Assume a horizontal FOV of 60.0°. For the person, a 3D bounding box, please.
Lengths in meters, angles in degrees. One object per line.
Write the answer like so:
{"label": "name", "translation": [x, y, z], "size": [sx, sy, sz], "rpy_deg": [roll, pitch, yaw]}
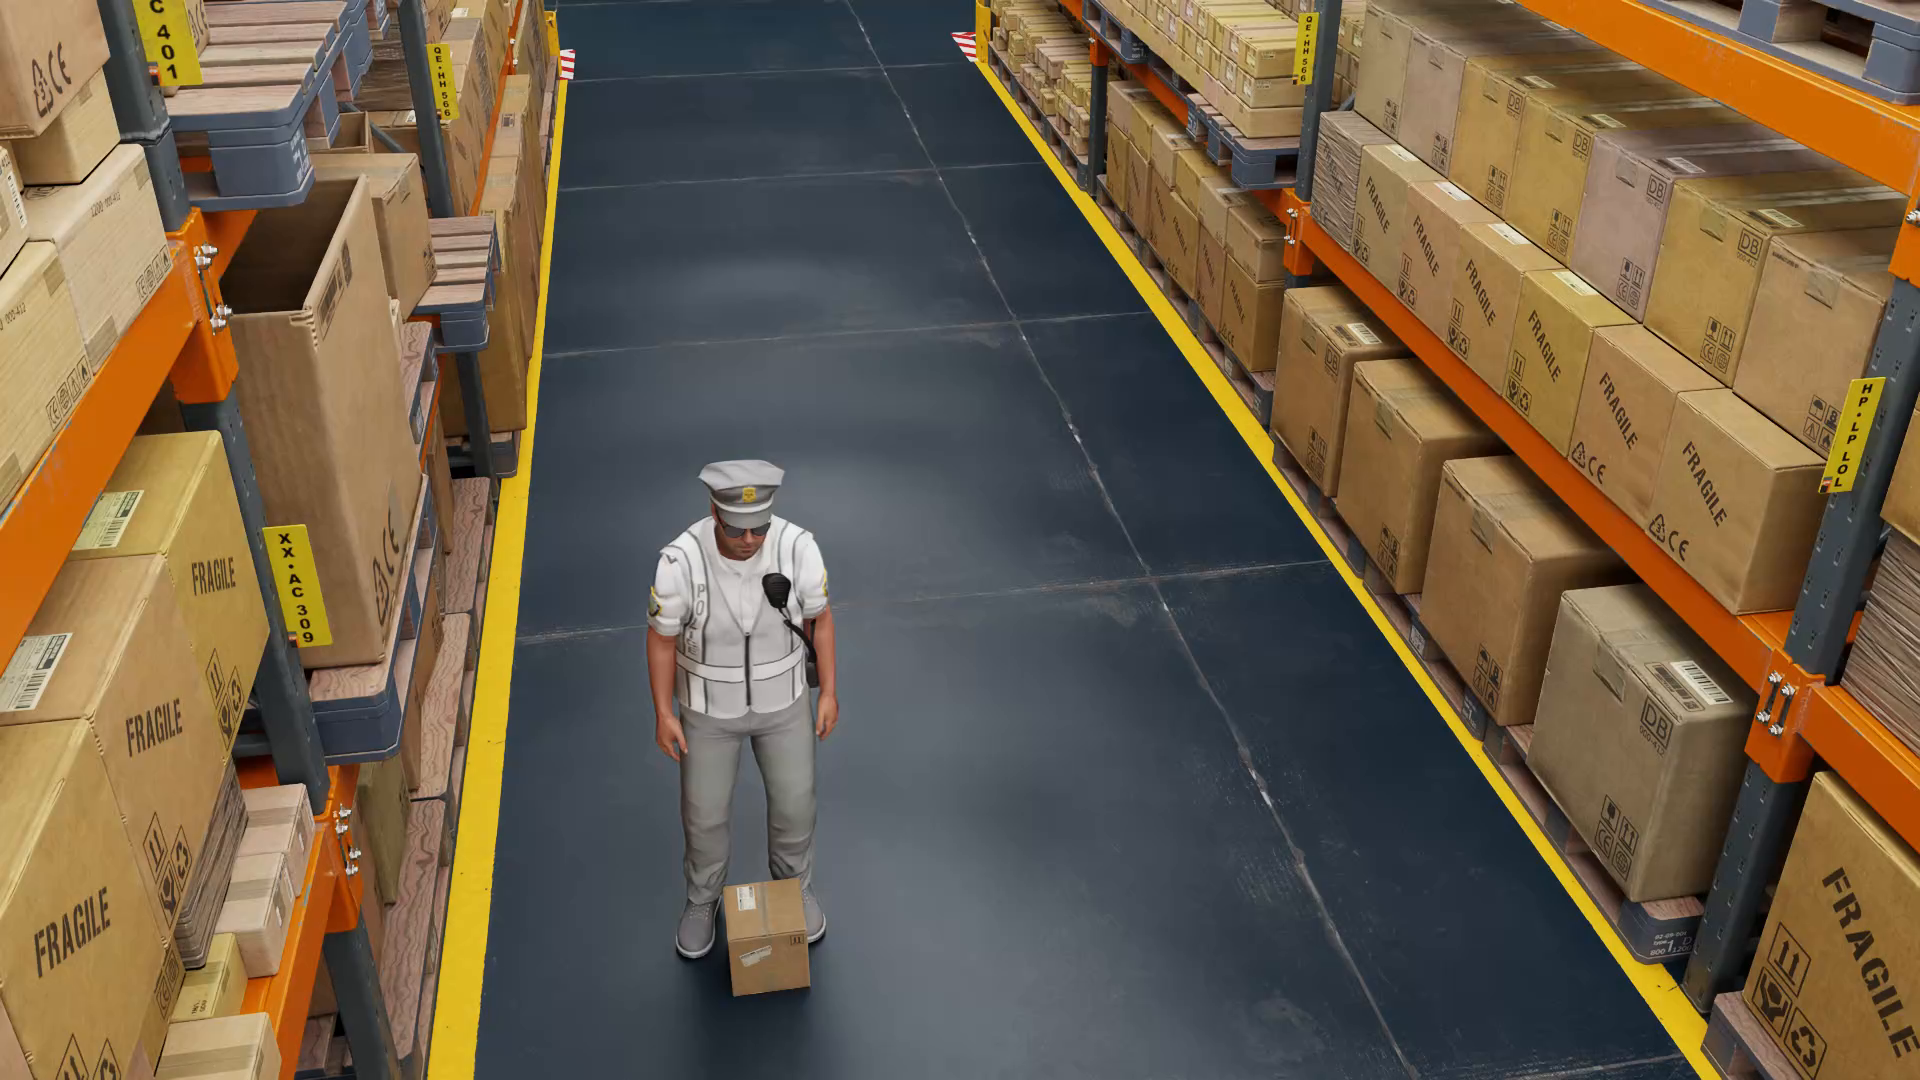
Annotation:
{"label": "person", "translation": [-0.680, 0.508, 5.261], "size": [0.606, 1.748, 0.444], "rpy_deg": [-7, 31, -12]}
